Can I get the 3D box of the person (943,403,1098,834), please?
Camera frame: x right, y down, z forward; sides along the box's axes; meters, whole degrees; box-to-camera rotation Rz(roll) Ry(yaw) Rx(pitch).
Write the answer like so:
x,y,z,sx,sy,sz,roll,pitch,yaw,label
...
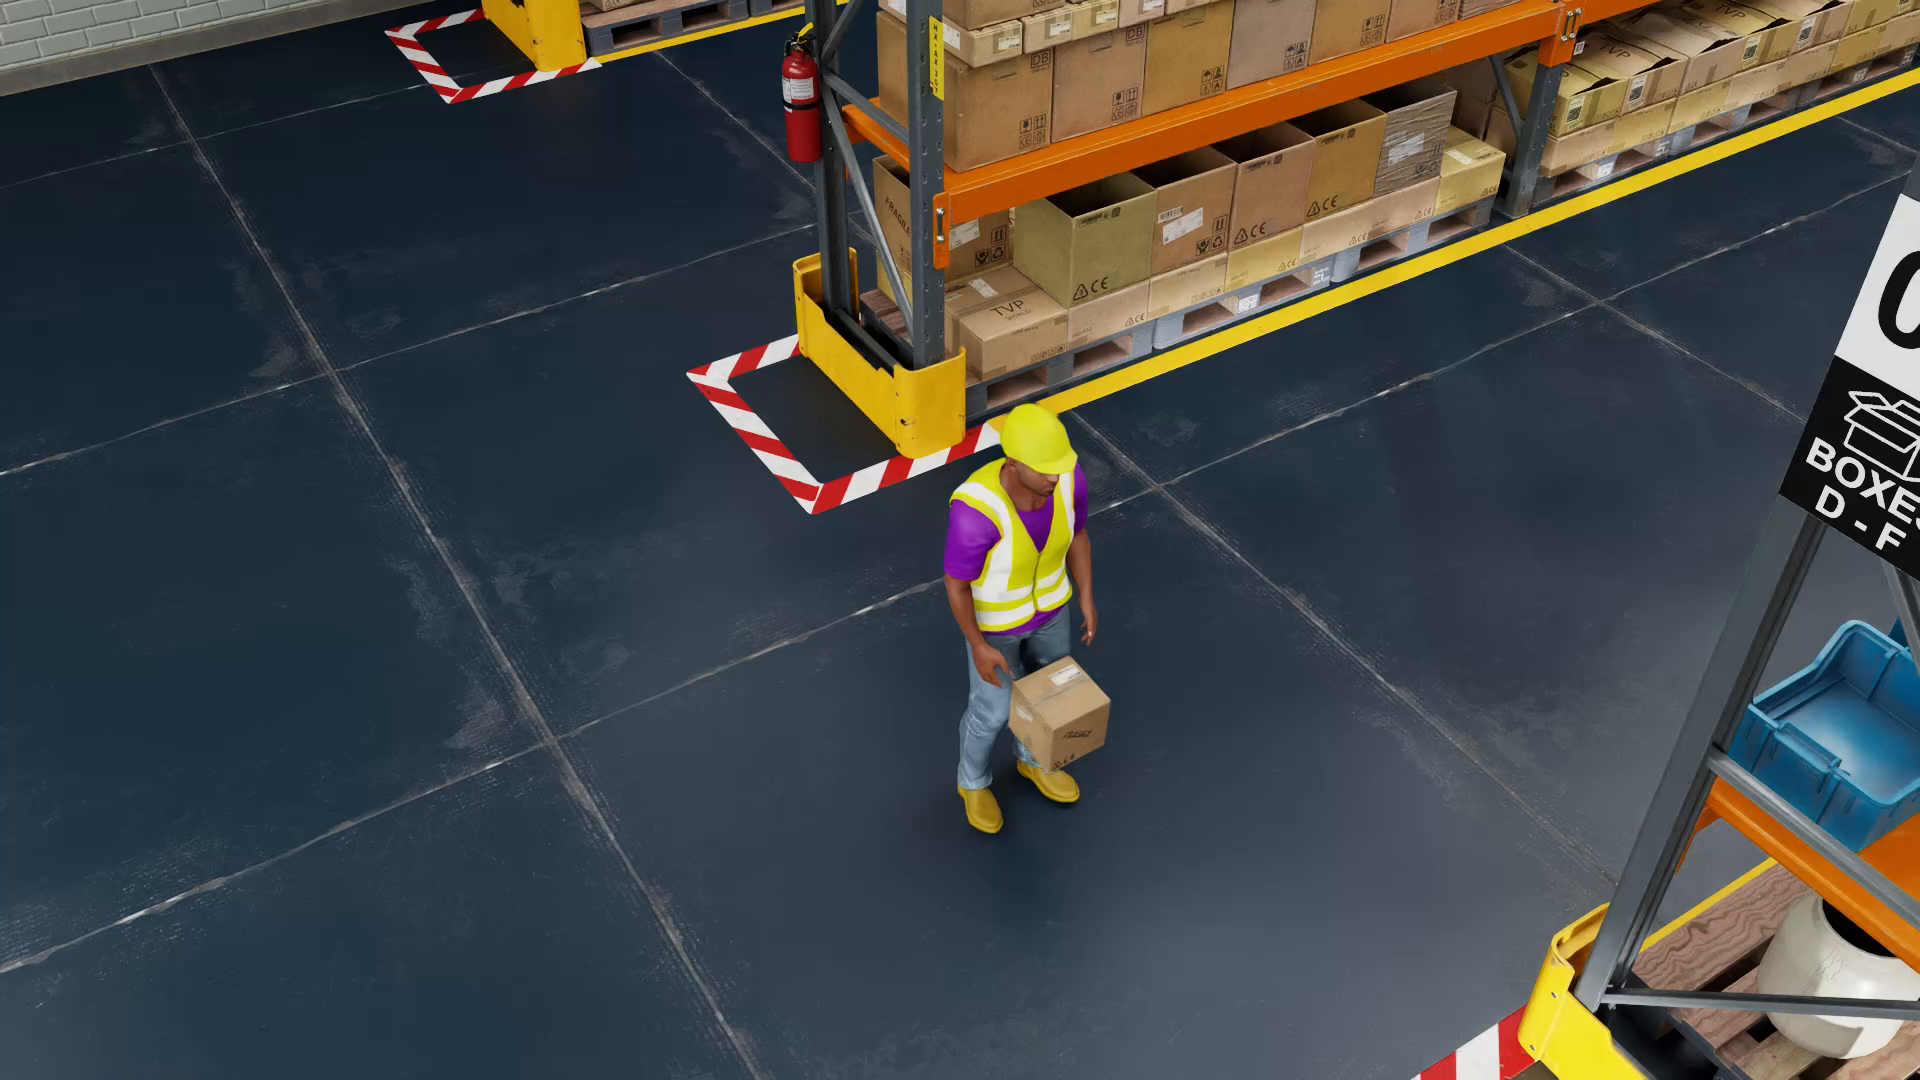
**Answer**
x,y,z,sx,sy,sz,roll,pitch,yaw,label
0.217,0.258,5.838,0.586,1.766,0.457,-24,46,-25,person
